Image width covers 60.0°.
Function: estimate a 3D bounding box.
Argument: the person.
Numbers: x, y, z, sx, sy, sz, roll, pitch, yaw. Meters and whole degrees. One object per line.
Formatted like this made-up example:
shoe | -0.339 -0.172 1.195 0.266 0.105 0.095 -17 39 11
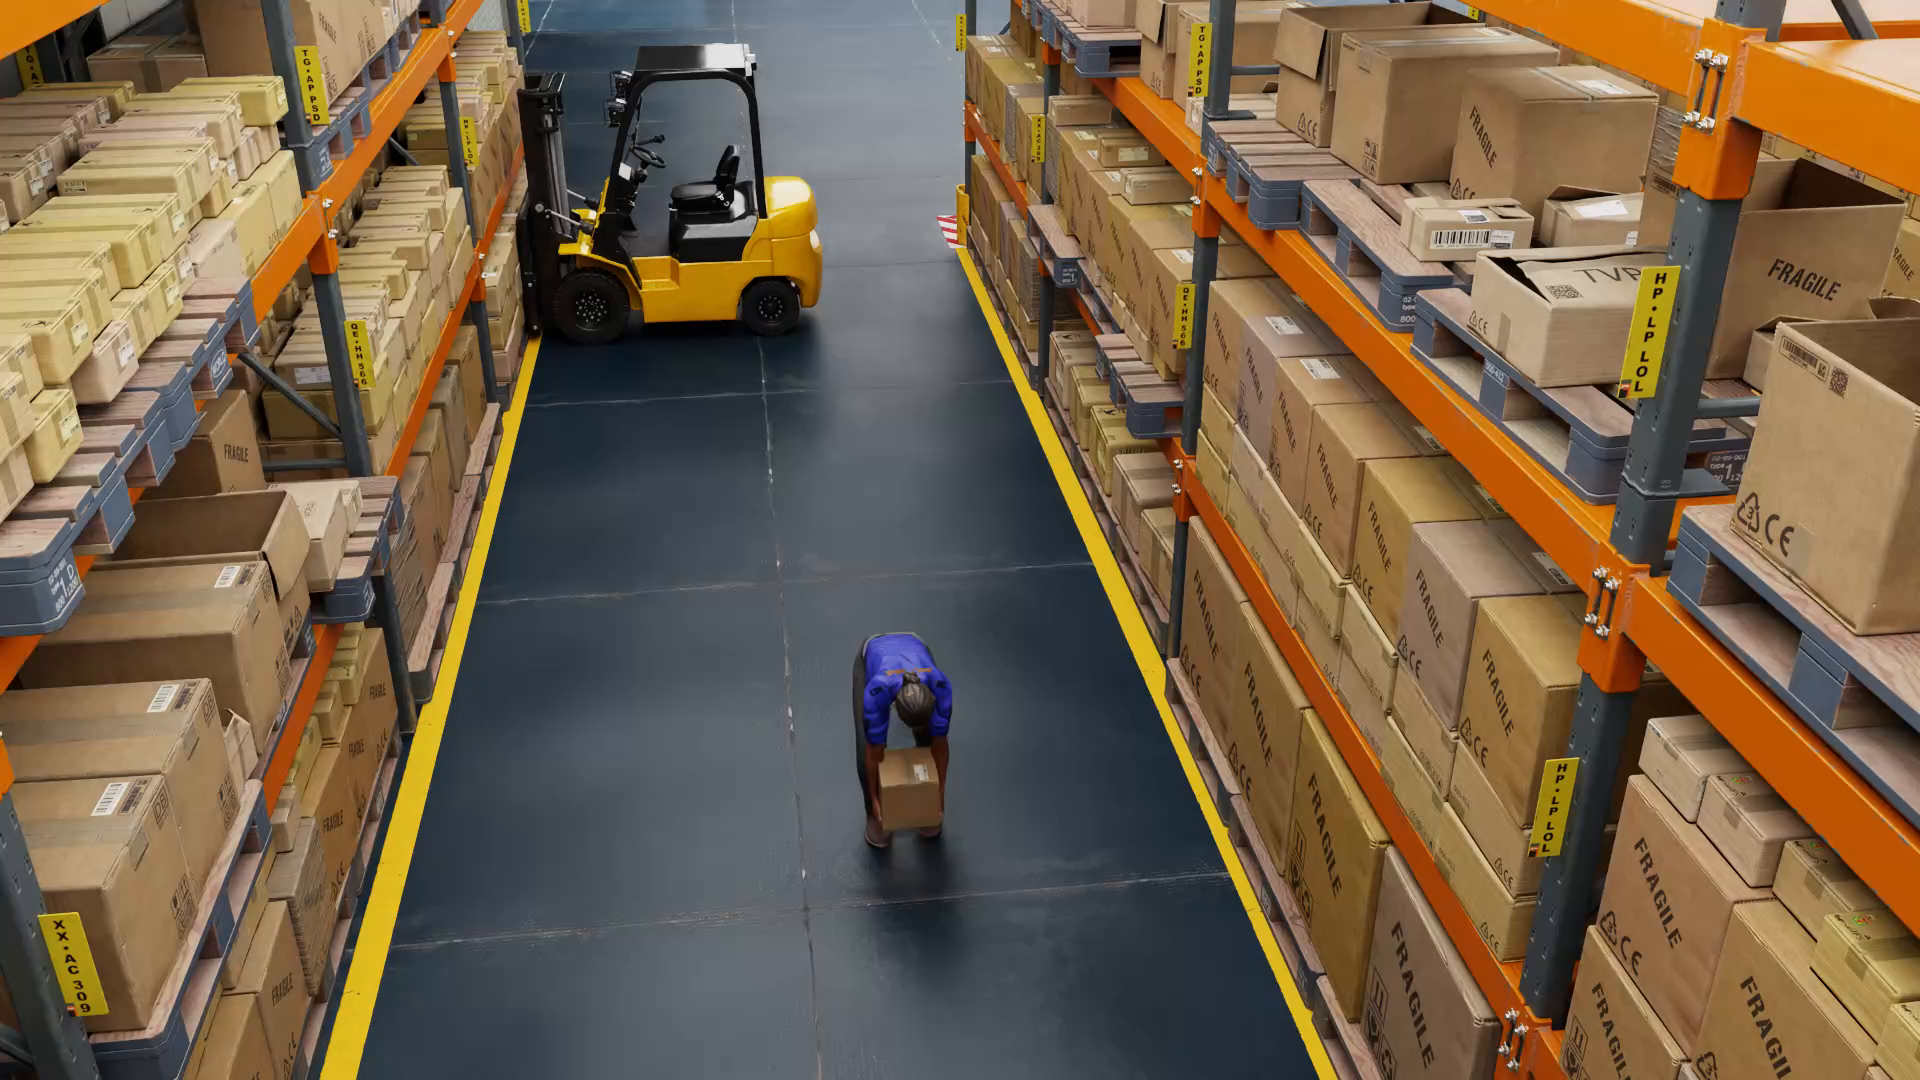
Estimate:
person | -0.246 0.935 7.415 0.414 1.112 0.866 -5 28 -9
